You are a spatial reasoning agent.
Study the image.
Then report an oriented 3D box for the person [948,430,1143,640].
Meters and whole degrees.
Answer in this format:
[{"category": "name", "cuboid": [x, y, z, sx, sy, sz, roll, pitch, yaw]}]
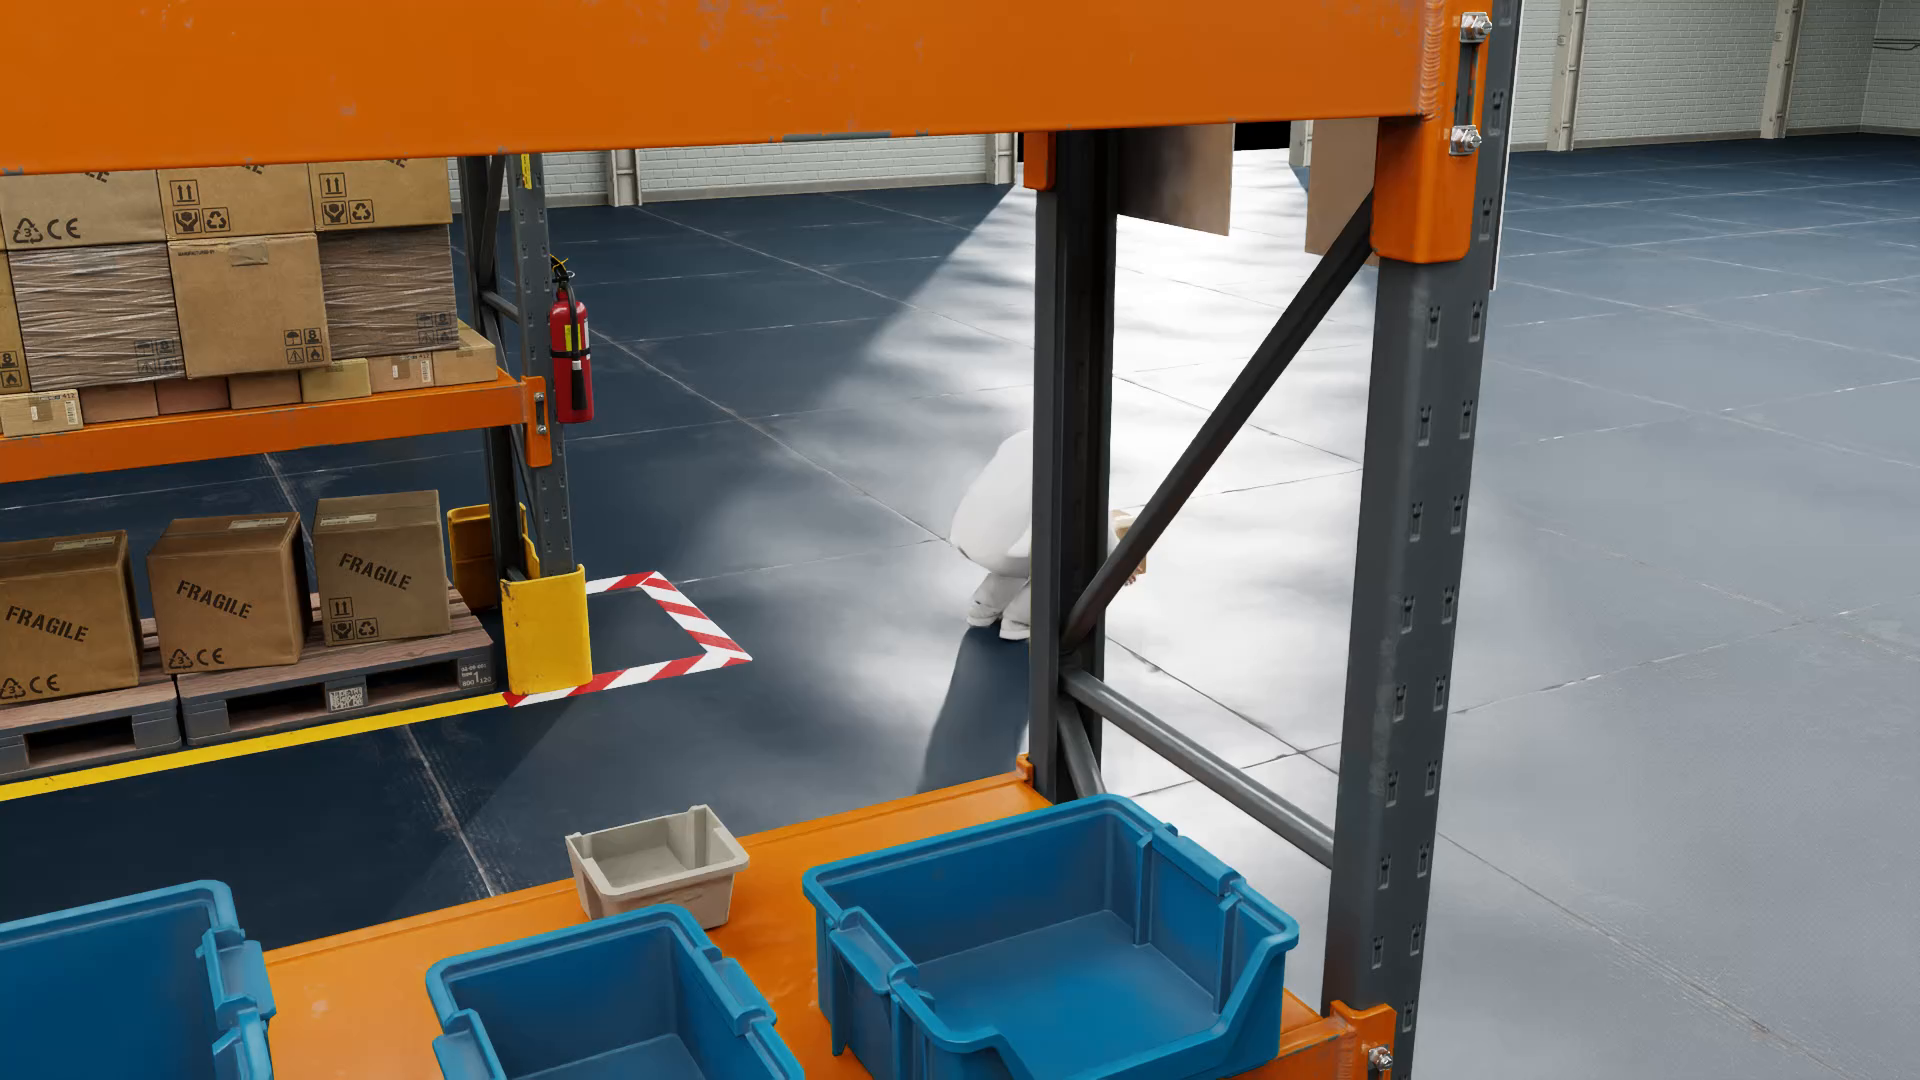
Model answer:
[{"category": "person", "cuboid": [0.370, -0.084, 7.621, 0.912, 0.981, 0.607, -10, 20, -27]}]
